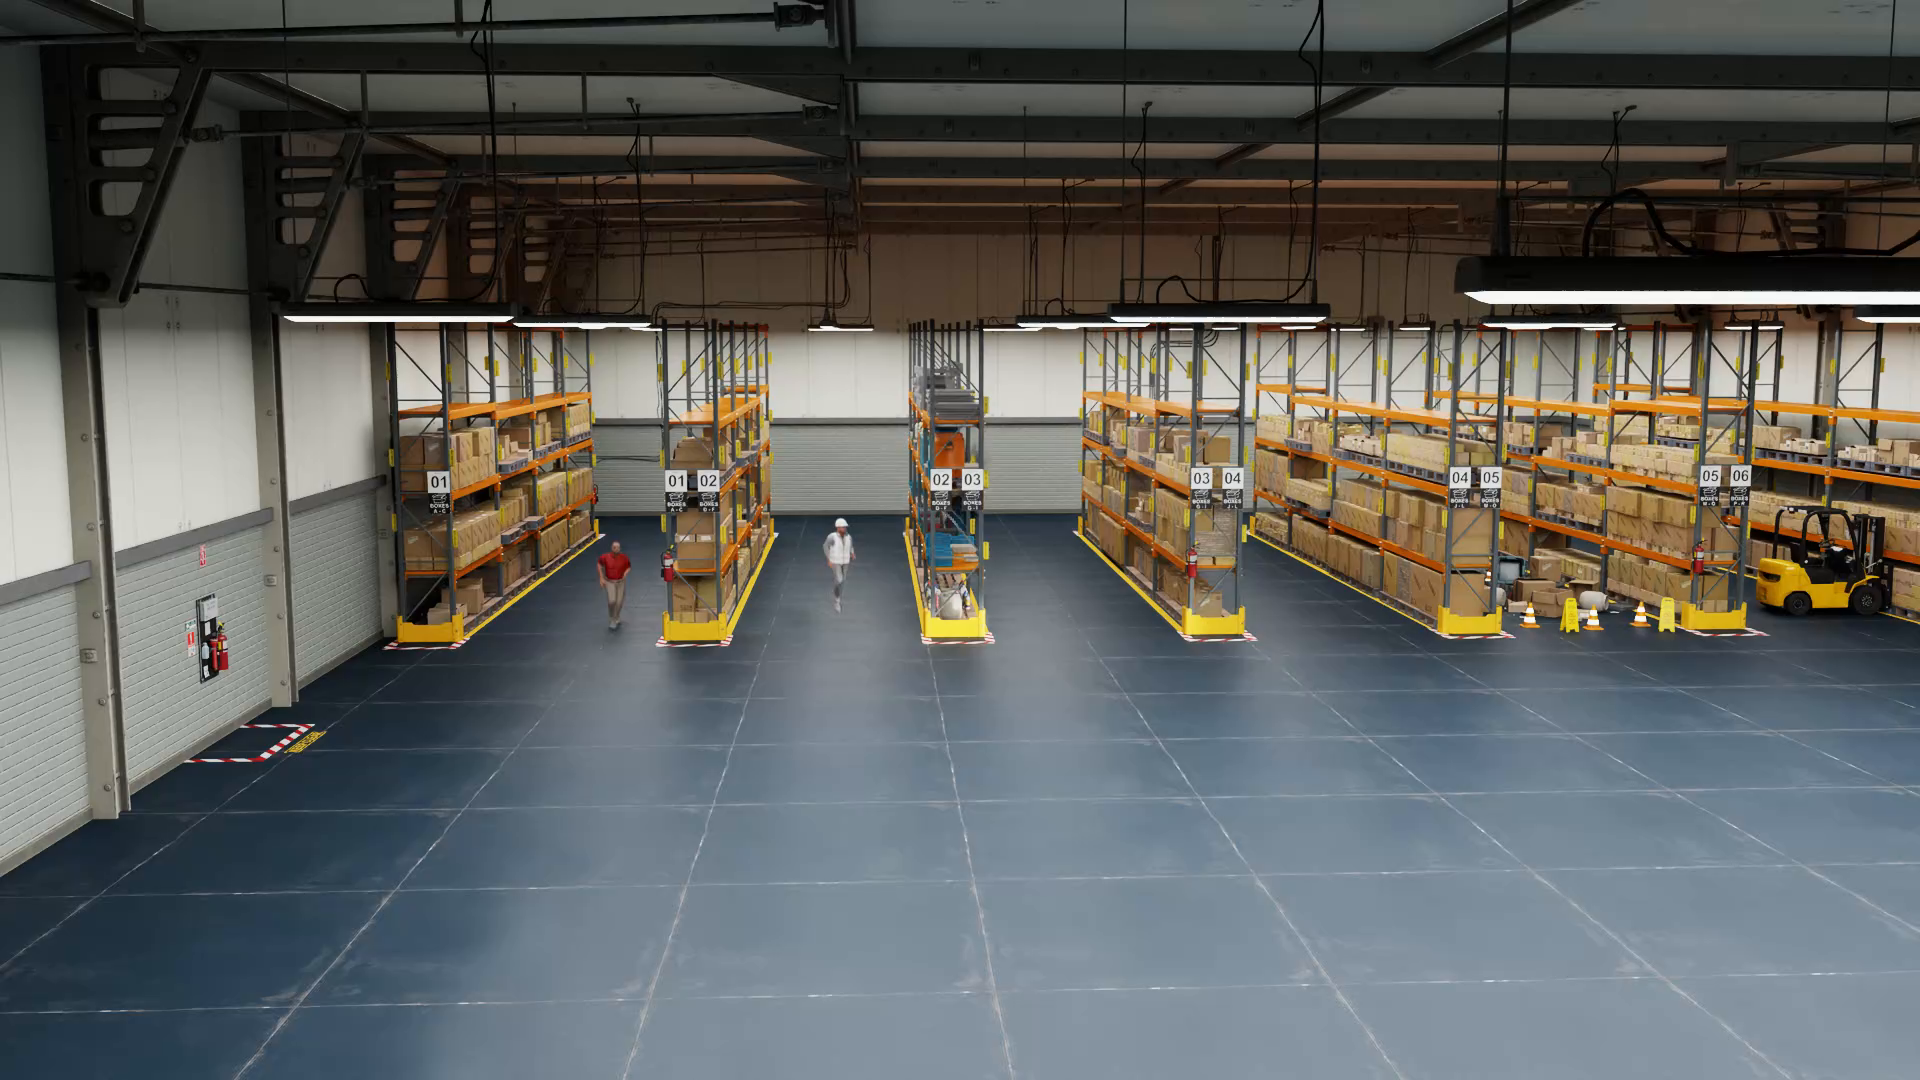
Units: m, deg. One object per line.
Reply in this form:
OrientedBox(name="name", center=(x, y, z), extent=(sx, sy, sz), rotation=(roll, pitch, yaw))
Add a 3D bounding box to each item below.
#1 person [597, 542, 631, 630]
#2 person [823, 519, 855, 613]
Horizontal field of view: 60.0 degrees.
OrientedBox(name="person", center=(-6.739, 0.894, 32.490), extent=(0.605, 1.756, 0.847), rotation=(-3, 8, -23))
OrientedBox(name="person", center=(-2.398, 0.501, 33.230), extent=(0.585, 1.872, 0.807), rotation=(-5, 9, -34))
